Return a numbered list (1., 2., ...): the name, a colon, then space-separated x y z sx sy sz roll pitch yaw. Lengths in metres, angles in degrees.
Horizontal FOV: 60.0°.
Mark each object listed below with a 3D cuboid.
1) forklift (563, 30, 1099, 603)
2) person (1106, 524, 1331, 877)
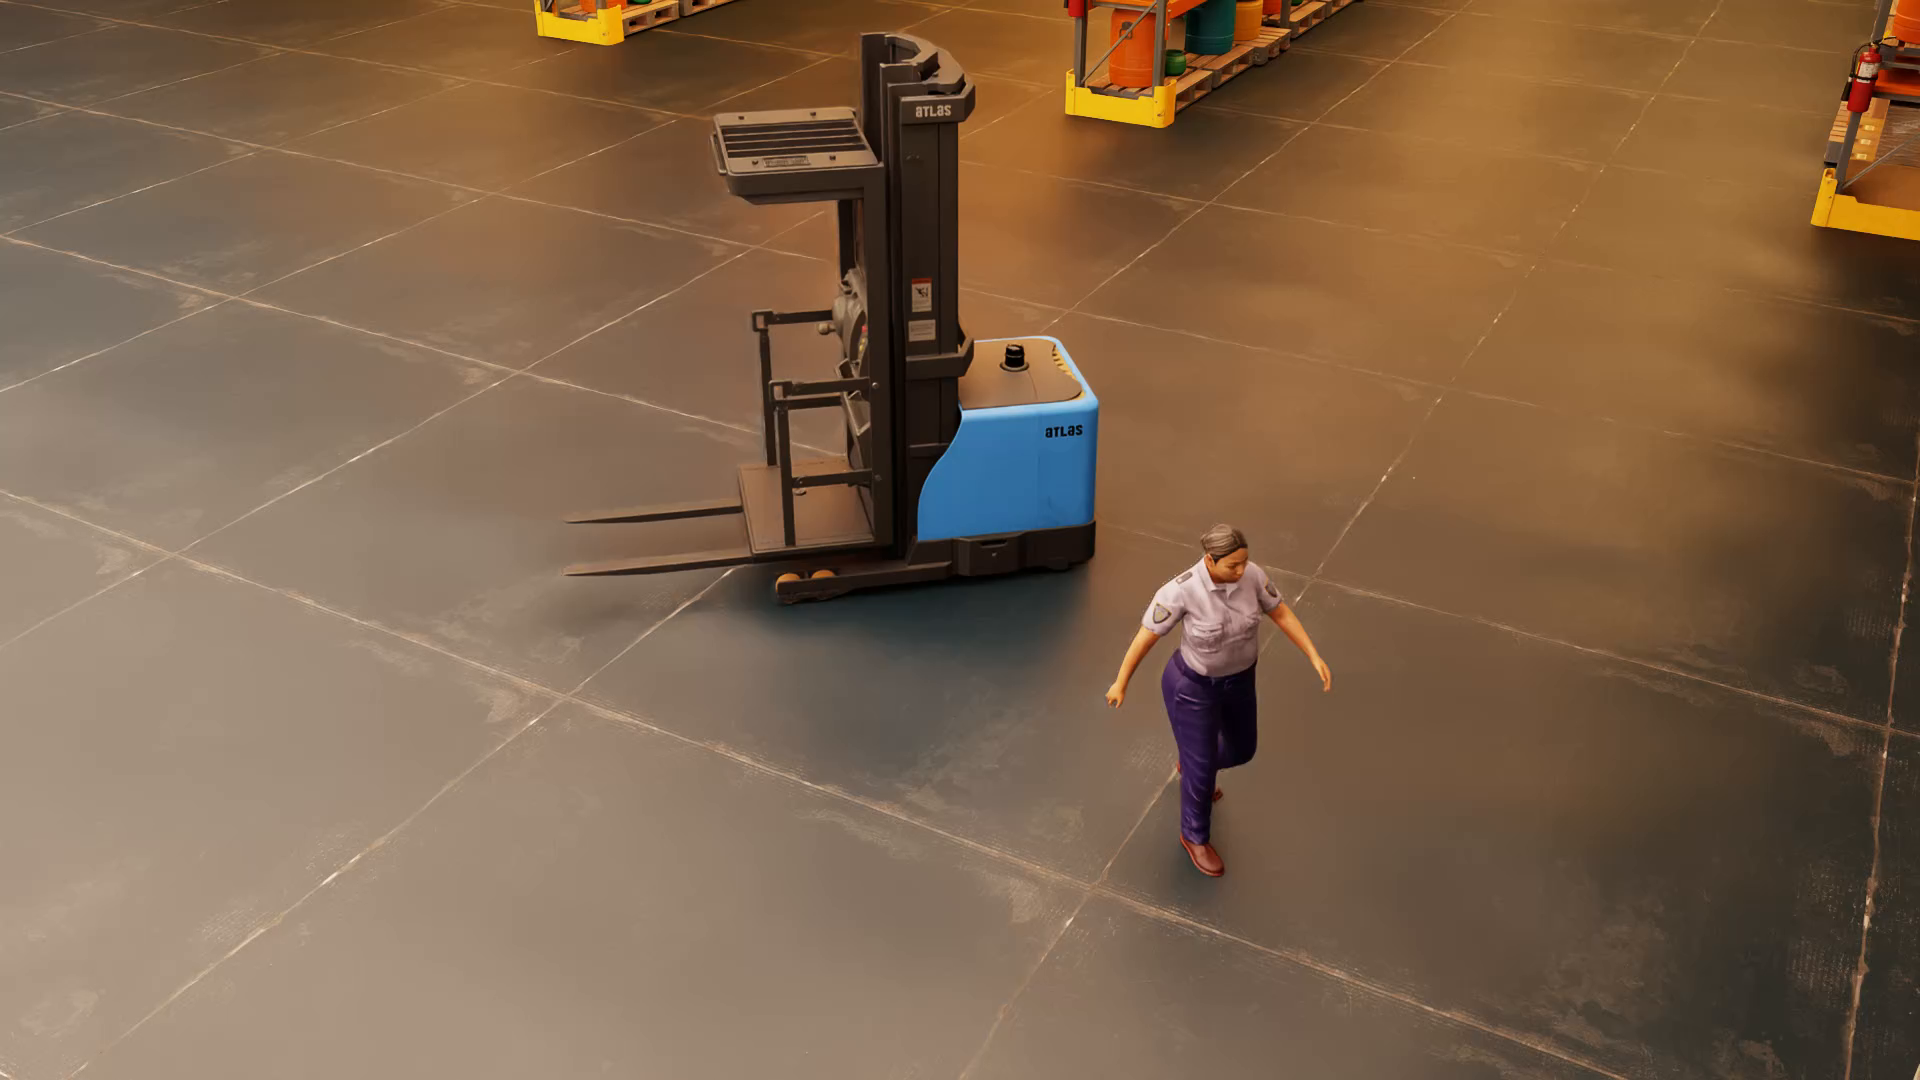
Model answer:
1. forklift: -0.782 -1.200 9.149 3.031 2.935 1.130 -6 30 -10
2. person: 1.090 0.645 7.273 0.829 1.630 0.689 -14 33 -23
